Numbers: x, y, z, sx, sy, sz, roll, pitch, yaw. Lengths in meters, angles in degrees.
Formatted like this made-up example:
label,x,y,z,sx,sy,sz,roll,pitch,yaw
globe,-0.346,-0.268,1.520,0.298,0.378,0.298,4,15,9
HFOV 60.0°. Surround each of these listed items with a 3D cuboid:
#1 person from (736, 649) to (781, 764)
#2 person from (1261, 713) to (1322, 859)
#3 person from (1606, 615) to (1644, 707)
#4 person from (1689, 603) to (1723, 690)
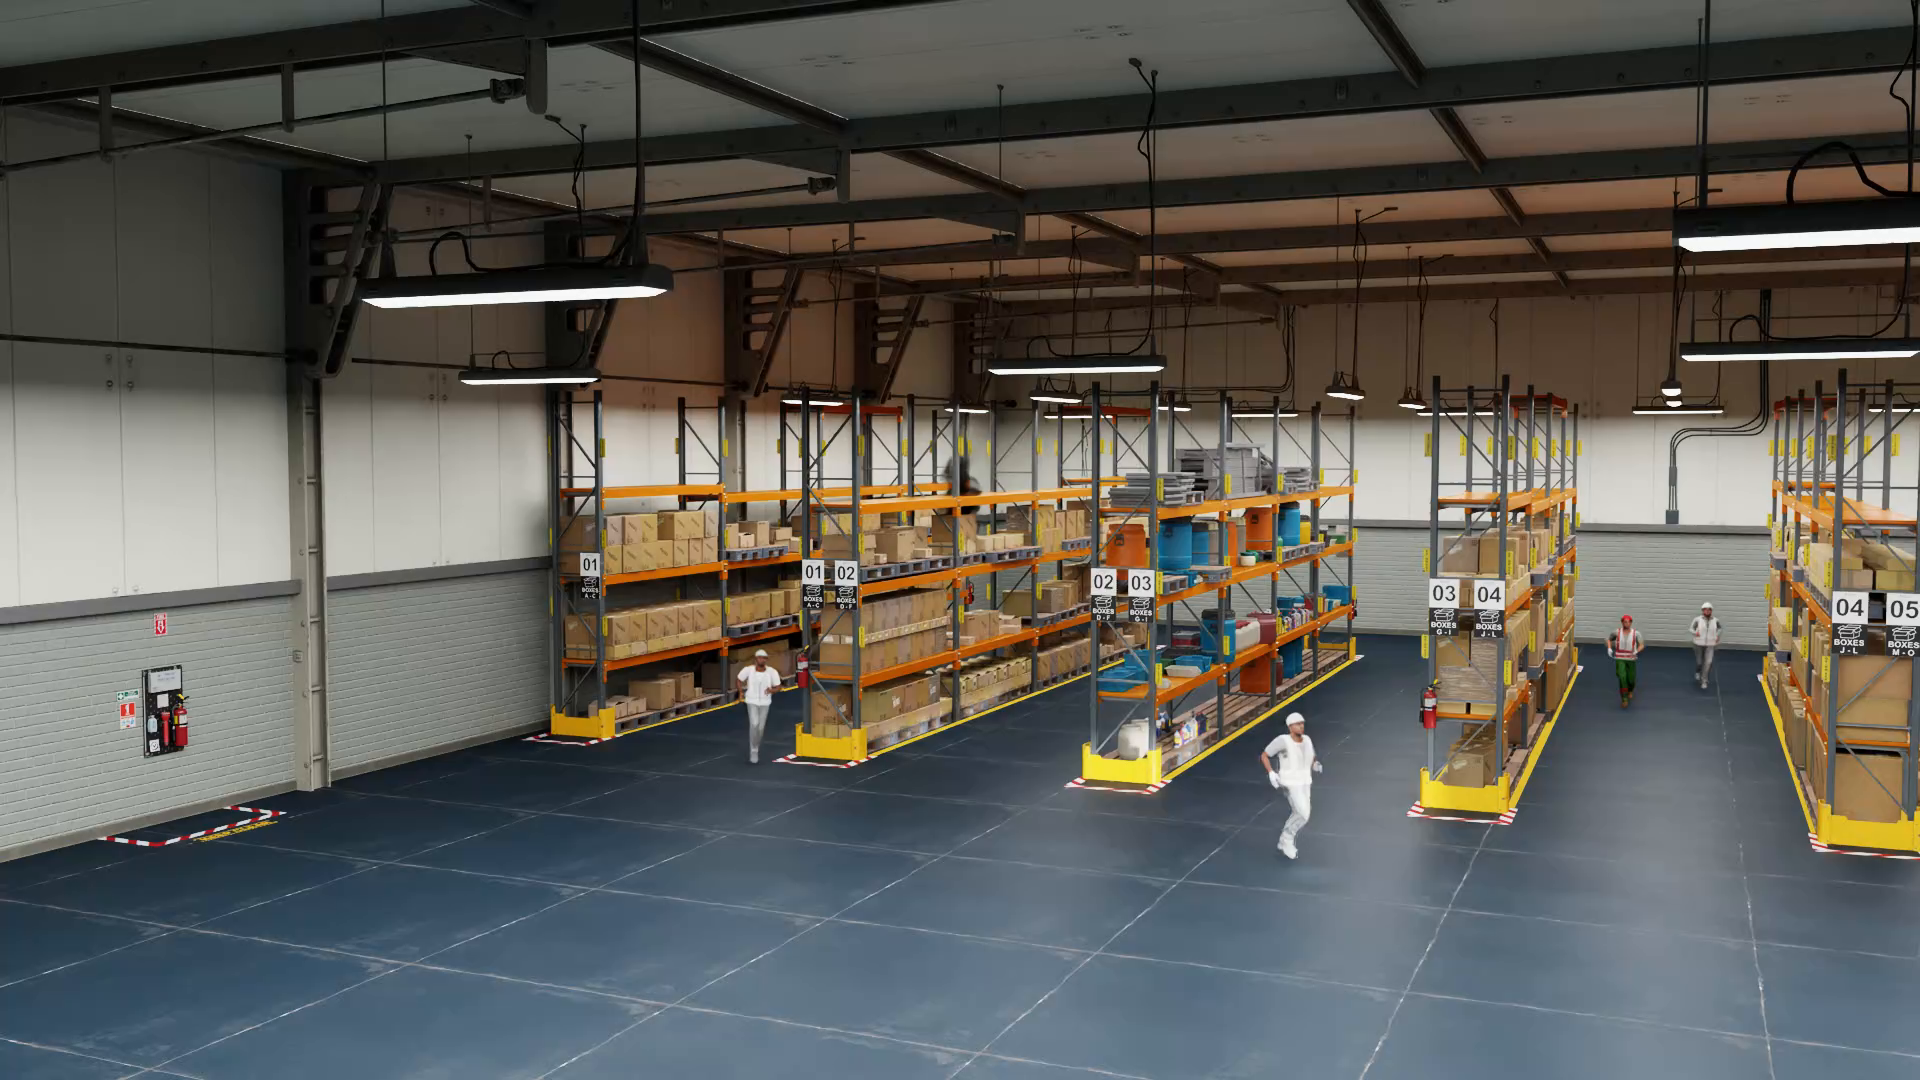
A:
label,x,y,z,sx,sy,sz,roll,pitch,yaw
person,-3.210,2.640,26.678,0.679,1.775,0.720,-1,3,-17
person,4.111,2.991,20.247,0.662,1.764,0.683,-2,4,-35
person,12.931,2.331,32.338,0.690,1.761,0.885,1,3,21
person,15.613,2.201,34.817,0.667,1.785,0.937,1,3,19
